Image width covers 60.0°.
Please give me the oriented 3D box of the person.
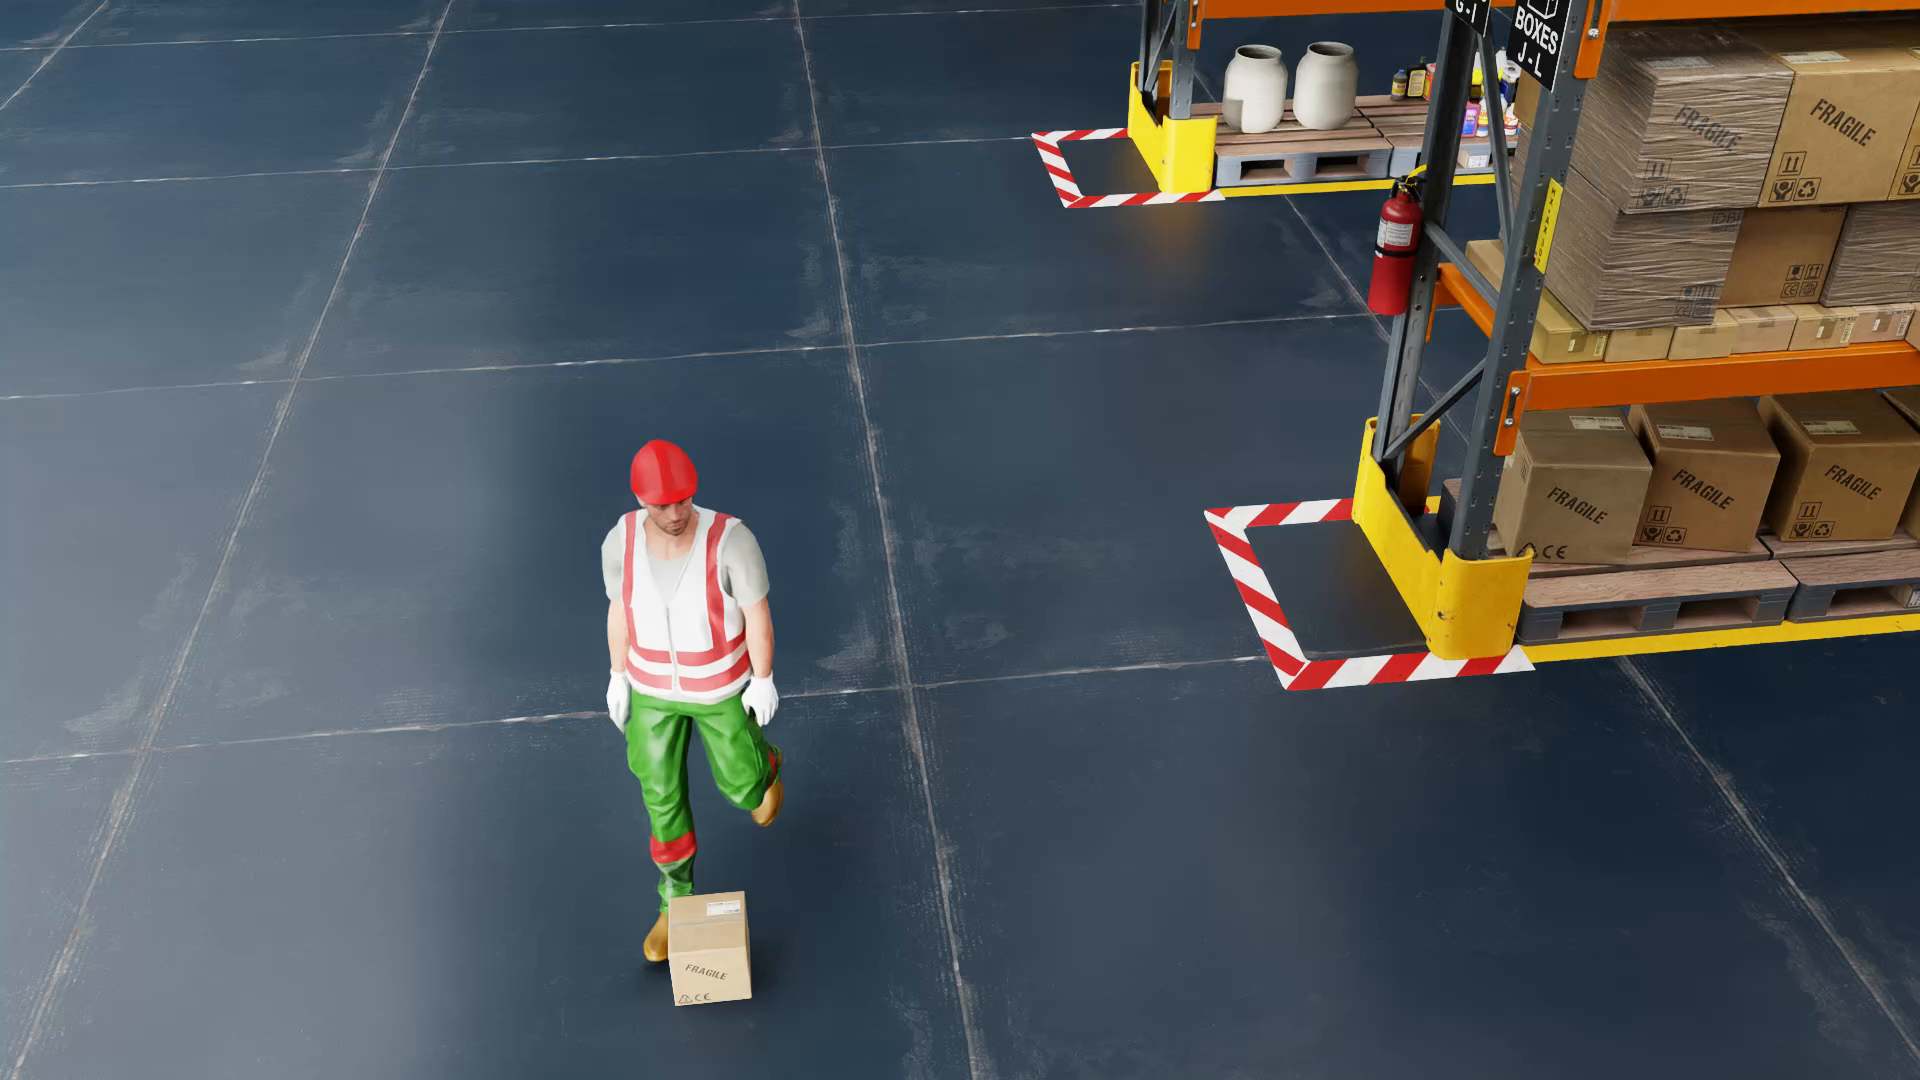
[{"bbox_3d":[-0.890,0.490,5.436,0.579,1.765,0.849,3,35,5],"label":"person"}]
